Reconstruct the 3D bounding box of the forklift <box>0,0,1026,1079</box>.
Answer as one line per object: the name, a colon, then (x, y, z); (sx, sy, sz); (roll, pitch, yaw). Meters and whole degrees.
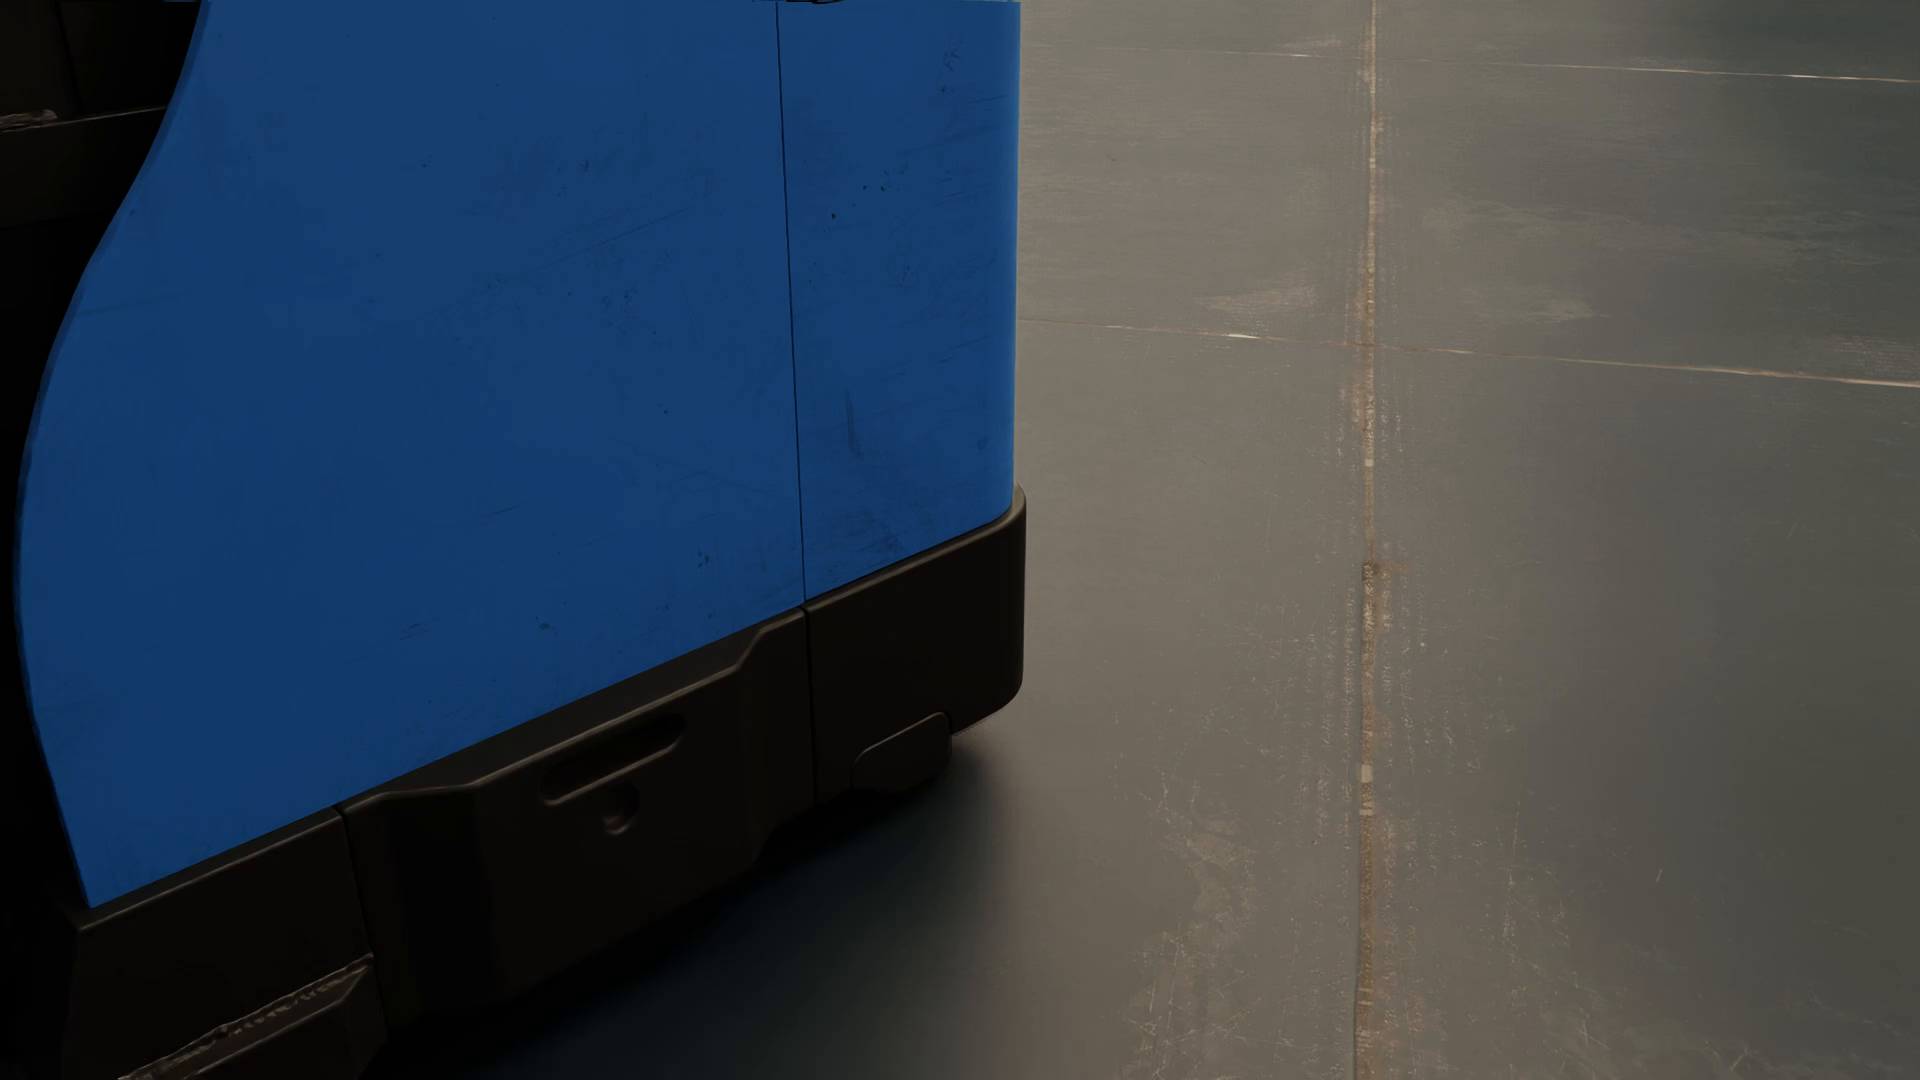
forklift: (-1.337, -0.776, 0.785); (3.031, 2.935, 1.130); (-23, 35, -38)
